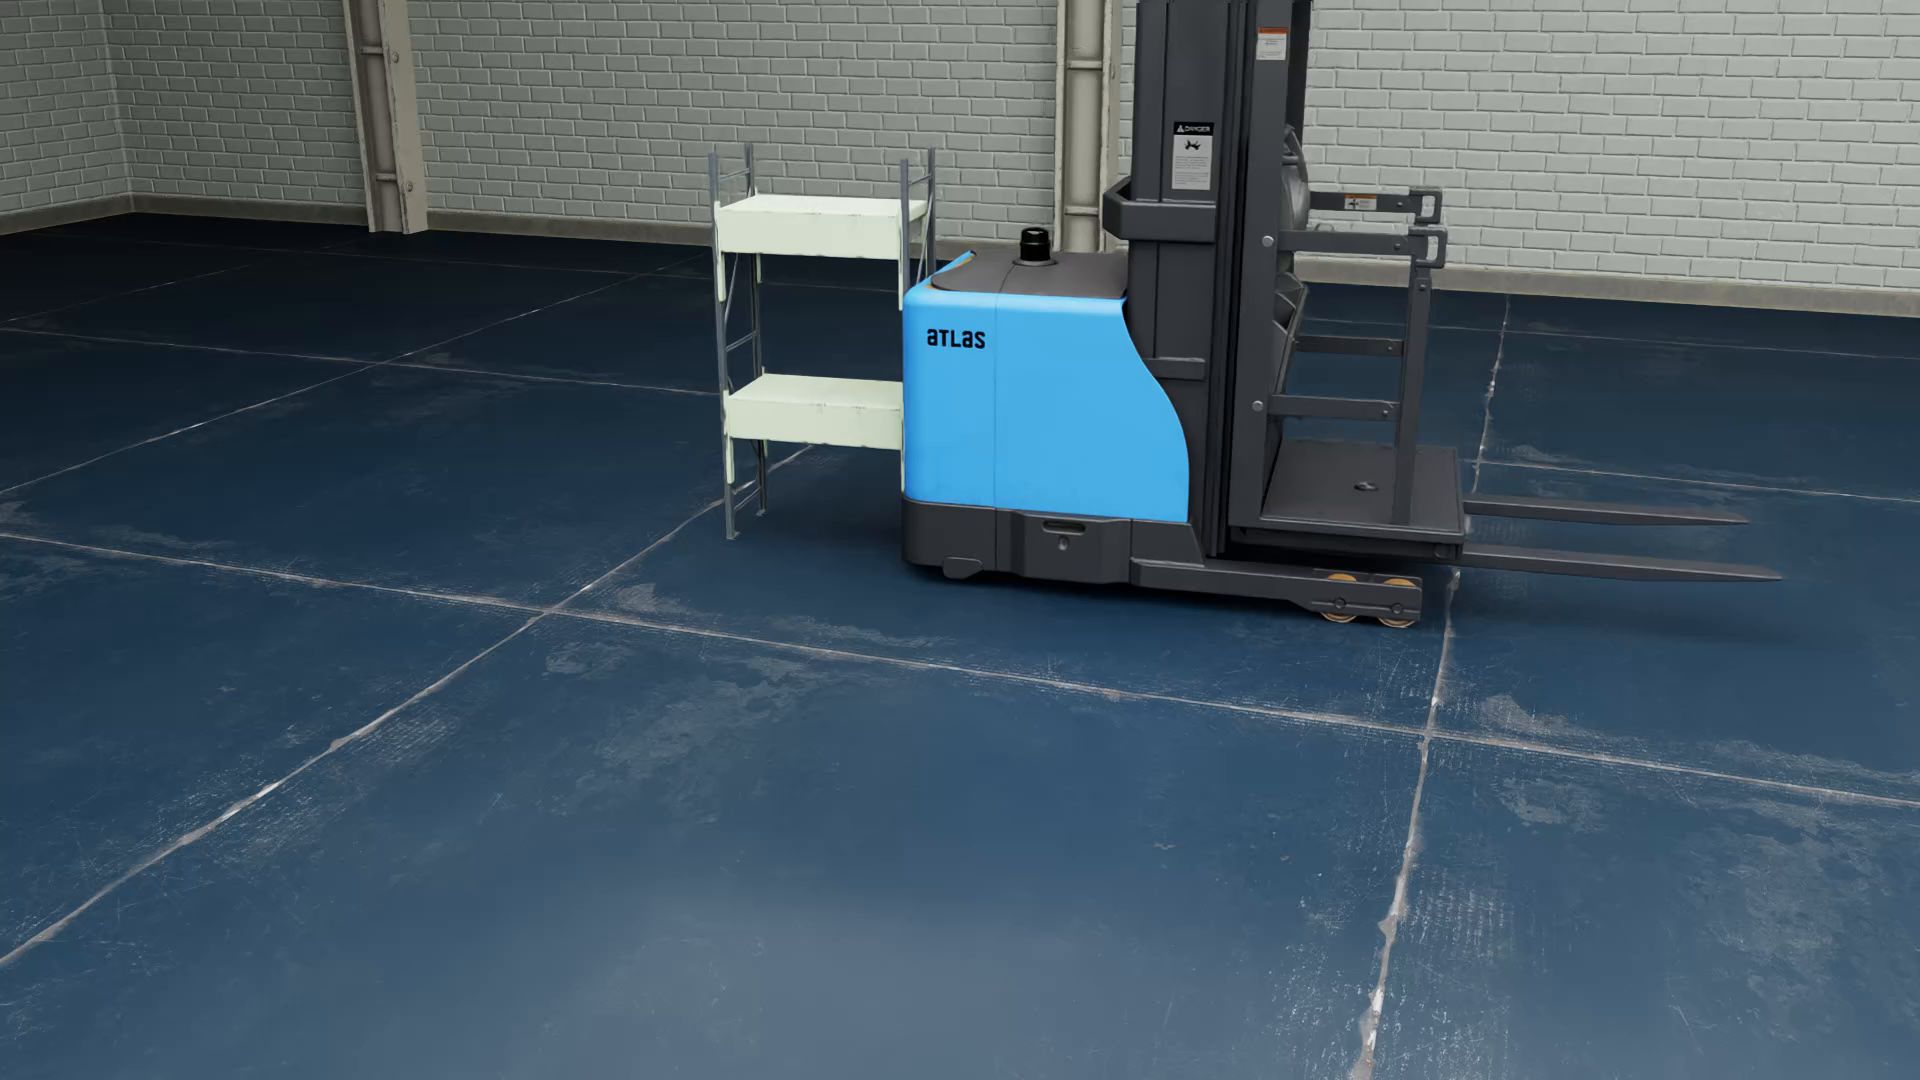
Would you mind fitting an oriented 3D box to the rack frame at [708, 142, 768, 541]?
[{"bbox_3d":[-0.862,-0.770,6.505,0.023,1.500,0.400,5,20,14],"label":"rack frame"}]

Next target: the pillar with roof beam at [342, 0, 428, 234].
[{"bbox_3d":[-6.170,-5.540,8.799,0.400,9.000,9.100,7,20,18],"label":"pillar with roof beam"}]

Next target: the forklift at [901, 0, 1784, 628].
[{"bbox_3d":[1.358,-1.276,5.784,3.031,2.935,1.130,5,20,14],"label":"forklift"}]

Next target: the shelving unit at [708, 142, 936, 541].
[{"bbox_3d":[-0.507,-0.740,6.419,0.755,1.500,0.431,5,20,14],"label":"shelving unit"}]

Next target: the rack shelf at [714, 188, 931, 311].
[{"bbox_3d":[-0.507,-1.108,6.291,0.720,0.370,0.431,5,20,14],"label":"rack shelf"}]

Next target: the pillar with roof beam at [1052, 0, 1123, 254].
[{"bbox_3d":[-0.502,-4.892,6.940,0.400,9.000,9.100,7,20,18],"label":"pillar with roof beam"}]

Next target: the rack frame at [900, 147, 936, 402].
[{"bbox_3d":[-0.153,-0.710,6.333,0.023,1.500,0.400,5,20,14],"label":"rack frame"}]

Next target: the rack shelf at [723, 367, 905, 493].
[{"bbox_3d":[-0.507,-0.432,6.527,0.720,0.370,0.431,5,20,14],"label":"rack shelf"}]
